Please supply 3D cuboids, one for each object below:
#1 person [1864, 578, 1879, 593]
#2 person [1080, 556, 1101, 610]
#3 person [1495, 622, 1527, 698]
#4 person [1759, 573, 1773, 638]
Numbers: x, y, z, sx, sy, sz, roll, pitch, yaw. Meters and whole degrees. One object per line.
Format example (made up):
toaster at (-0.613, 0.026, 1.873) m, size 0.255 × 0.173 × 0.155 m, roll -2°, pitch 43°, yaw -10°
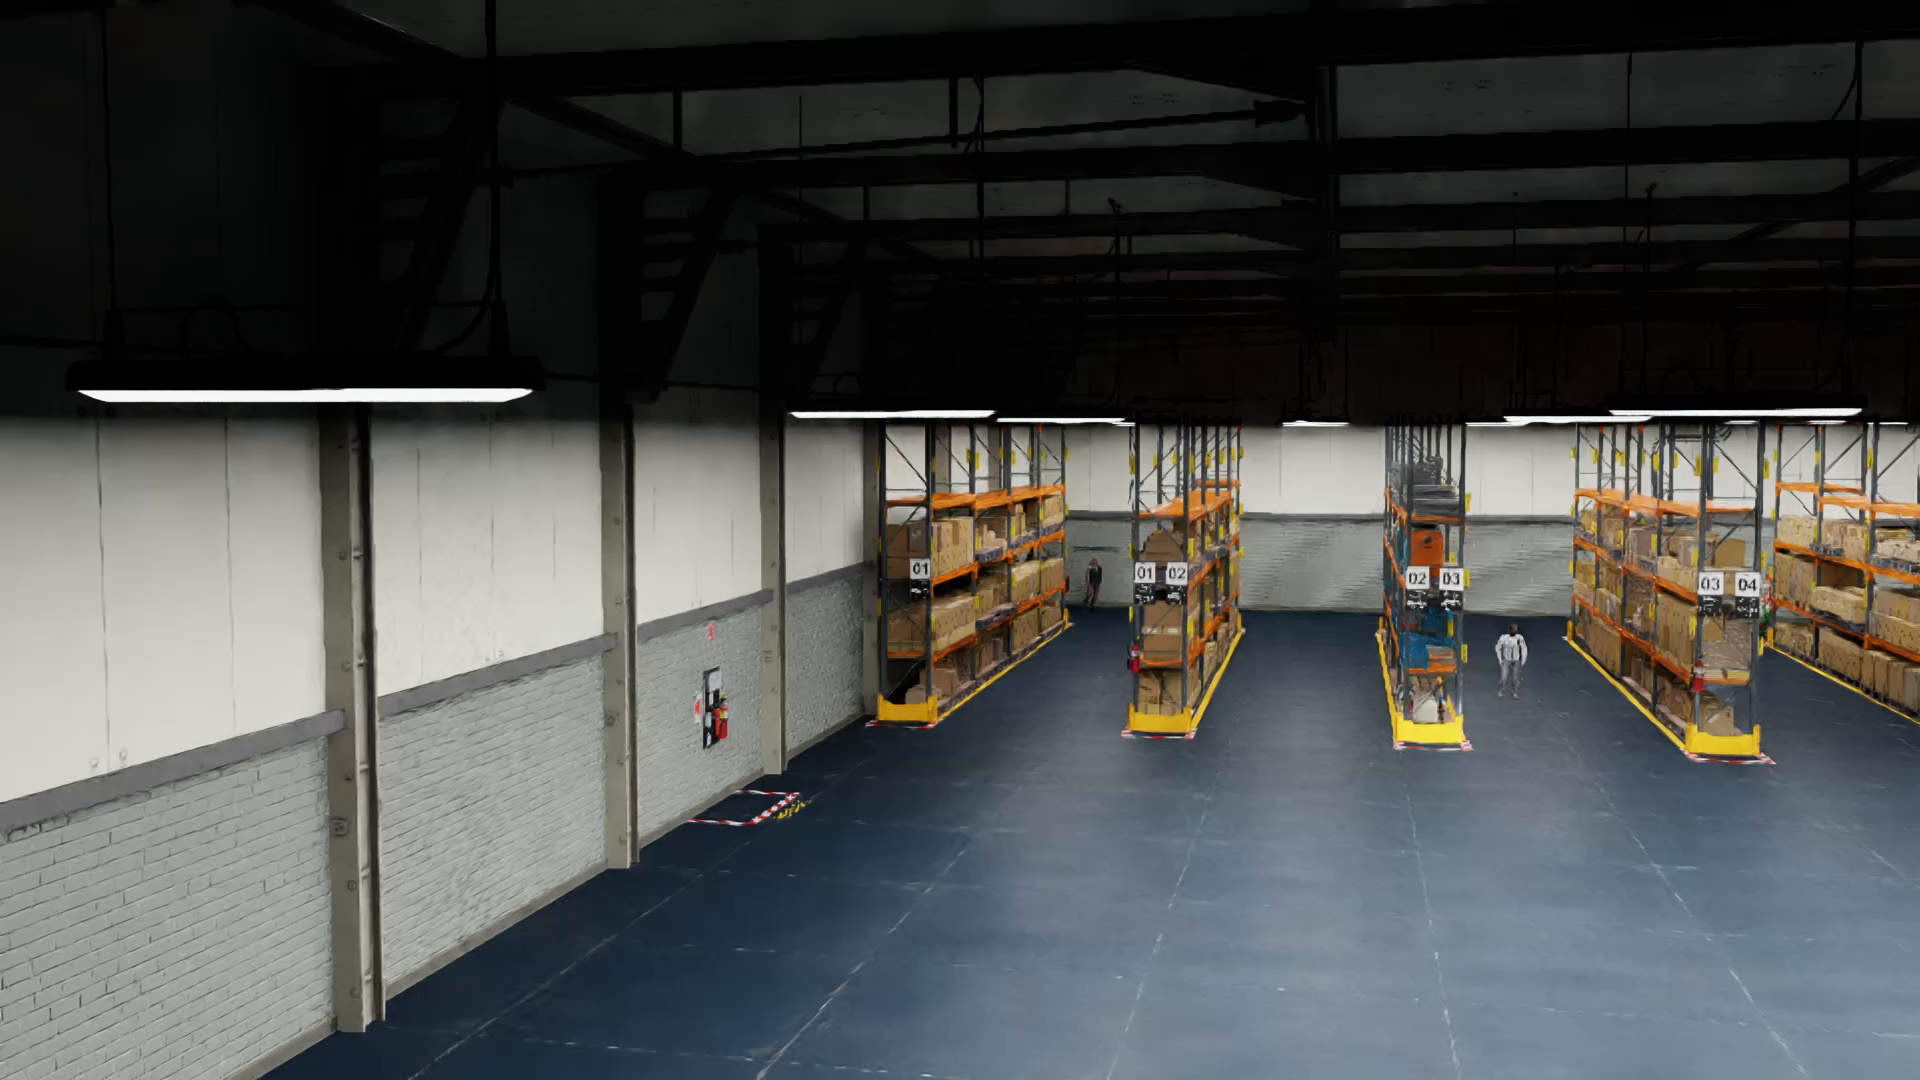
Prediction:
person at (24.911, 1.817, 45.358) m, size 0.492 × 1.659 × 0.557 m, roll -1°, pitch 4°, yaw -21°
person at (4.110, 1.340, 52.103) m, size 0.688 × 1.711 × 0.509 m, roll -2°, pitch 4°, yaw -27°
person at (11.667, 2.533, 35.210) m, size 0.639 × 1.632 × 0.512 m, roll 1°, pitch 4°, yaw 11°
person at (21.828, 1.770, 45.131) m, size 0.460 × 1.780 × 0.704 m, roll 3°, pitch 5°, yaw 42°
